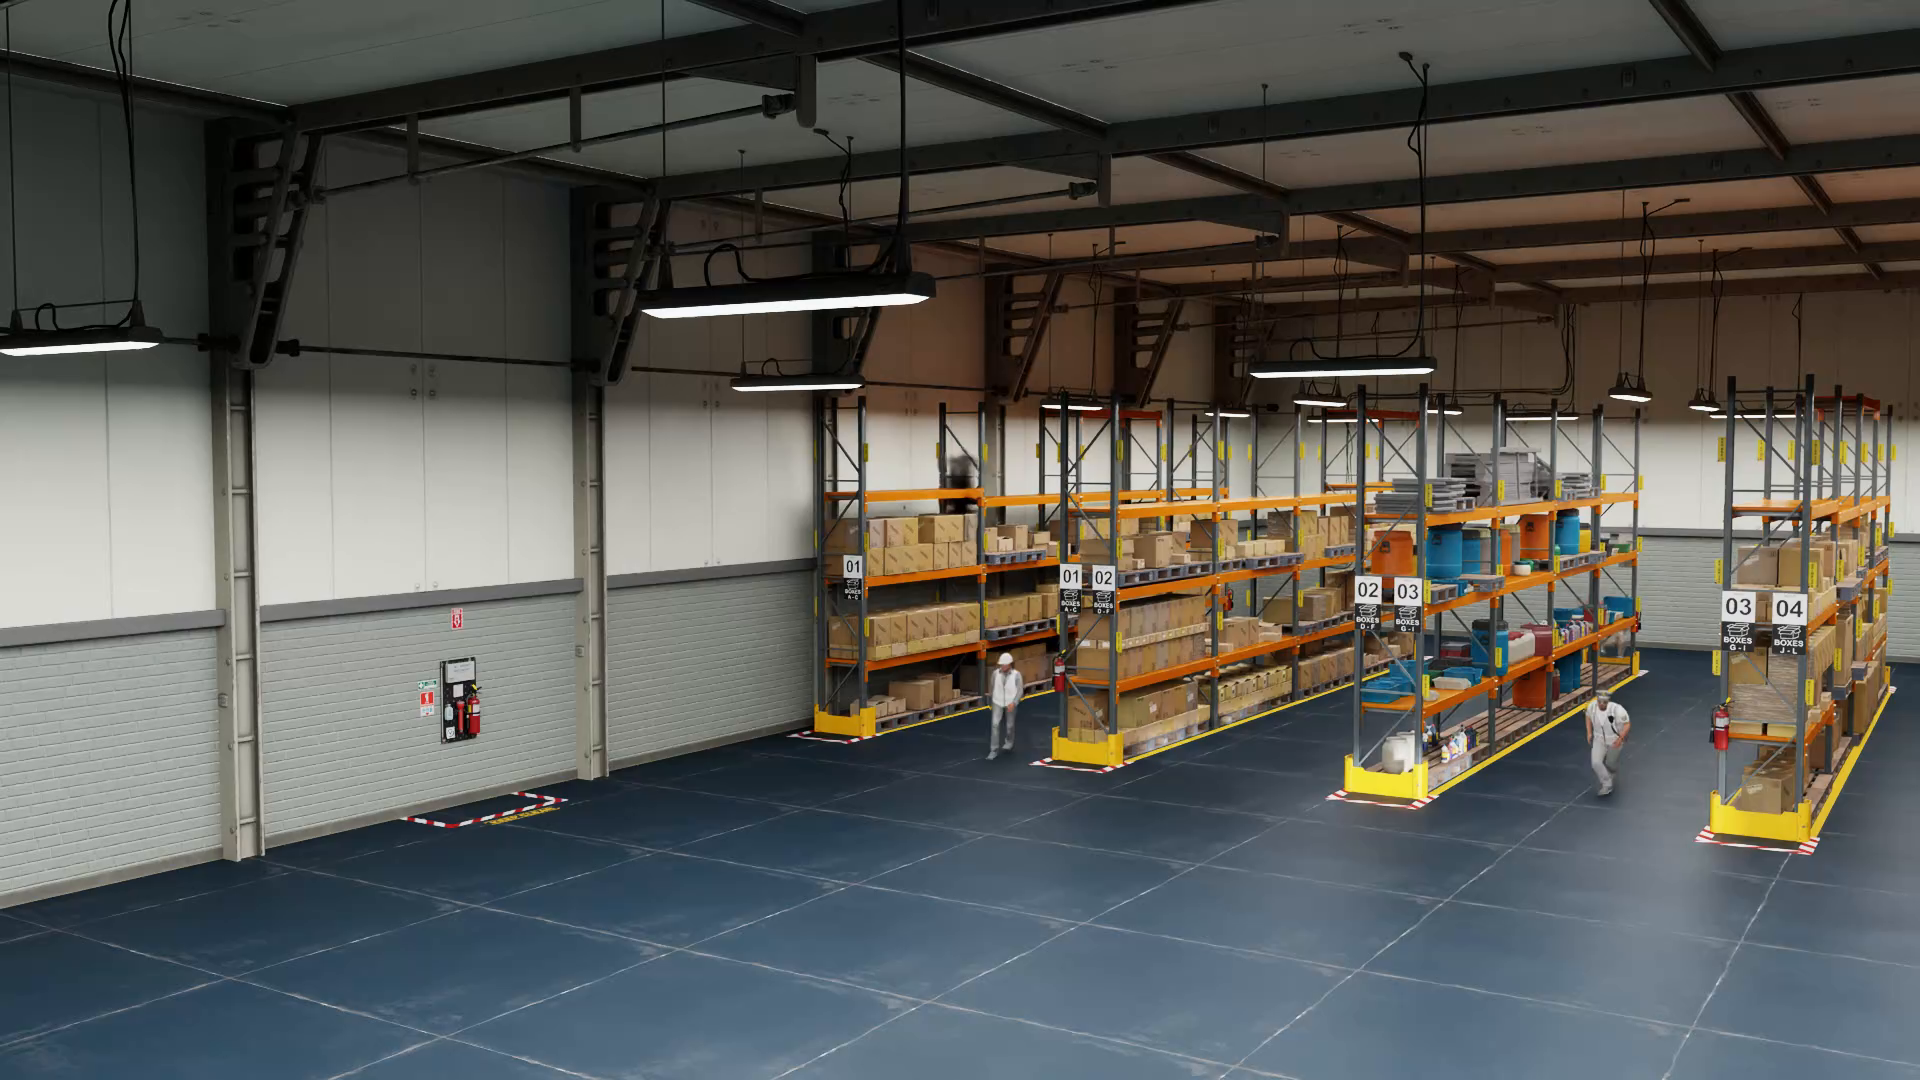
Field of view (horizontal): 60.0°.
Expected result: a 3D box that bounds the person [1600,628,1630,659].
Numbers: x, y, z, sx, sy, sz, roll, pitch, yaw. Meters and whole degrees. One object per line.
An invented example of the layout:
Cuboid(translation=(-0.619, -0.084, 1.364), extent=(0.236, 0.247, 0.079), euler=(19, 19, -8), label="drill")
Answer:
Cuboid(translation=(15.921, 2.131, 40.206), extent=(0.660, 1.551, 1.043), euler=(-1, 3, -25), label="person")

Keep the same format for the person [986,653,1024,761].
Cuboid(translation=(0.750, 2.697, 27.423), extent=(0.599, 1.719, 1.017), euler=(0, 3, 3), label="person")

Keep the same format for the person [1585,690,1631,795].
Cuboid(translation=(9.557, 2.945, 24.462), extent=(0.659, 1.573, 1.067), euler=(2, 4, 34), label="person")
